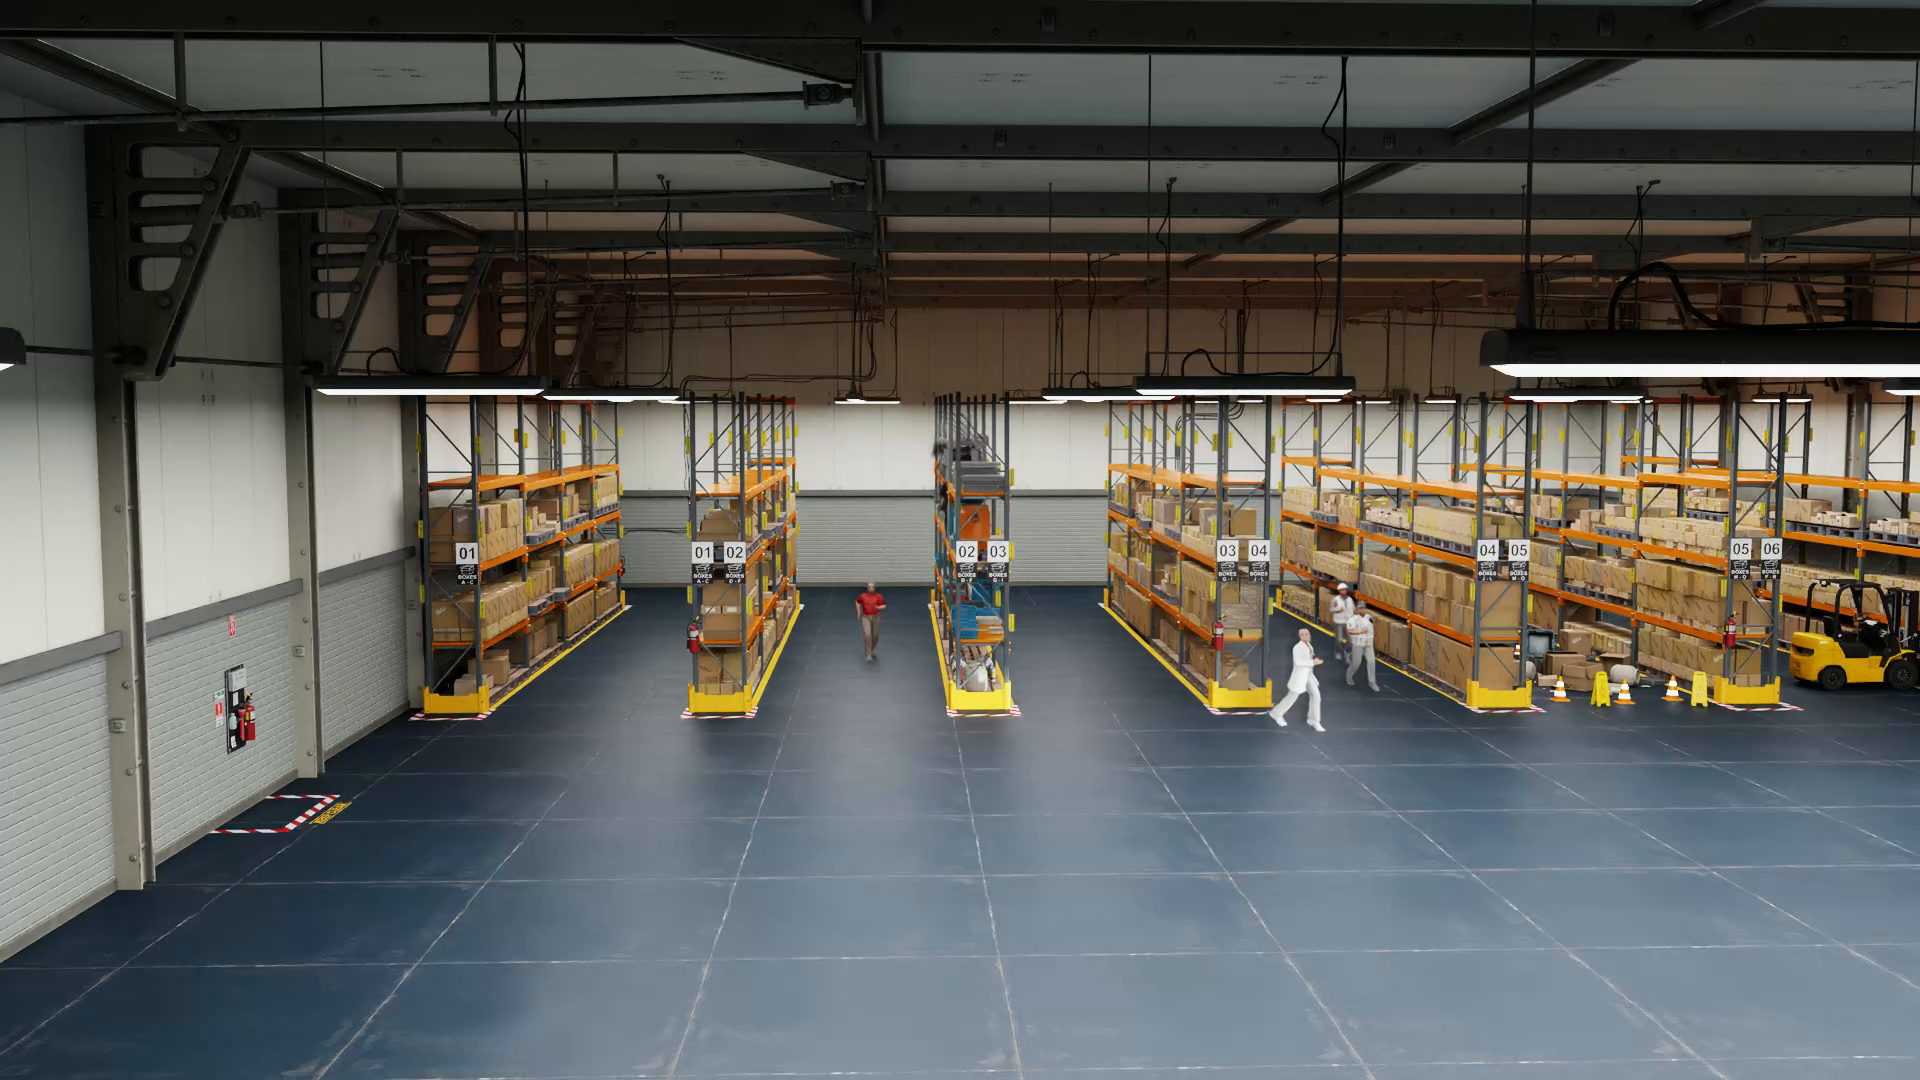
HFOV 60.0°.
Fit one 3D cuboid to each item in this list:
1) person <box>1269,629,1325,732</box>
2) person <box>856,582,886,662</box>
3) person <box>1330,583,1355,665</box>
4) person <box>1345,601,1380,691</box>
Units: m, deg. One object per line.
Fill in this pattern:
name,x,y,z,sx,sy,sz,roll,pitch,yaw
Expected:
person,6.023,2.471,29.545,0.990,1.834,0.728,4,6,40
person,-2.009,1.824,37.669,0.658,1.729,0.976,-1,5,-9
person,8.565,1.871,37.126,0.637,1.814,0.711,0,5,-3
person,8.191,2.117,33.755,0.669,1.762,1.042,-1,5,-11
